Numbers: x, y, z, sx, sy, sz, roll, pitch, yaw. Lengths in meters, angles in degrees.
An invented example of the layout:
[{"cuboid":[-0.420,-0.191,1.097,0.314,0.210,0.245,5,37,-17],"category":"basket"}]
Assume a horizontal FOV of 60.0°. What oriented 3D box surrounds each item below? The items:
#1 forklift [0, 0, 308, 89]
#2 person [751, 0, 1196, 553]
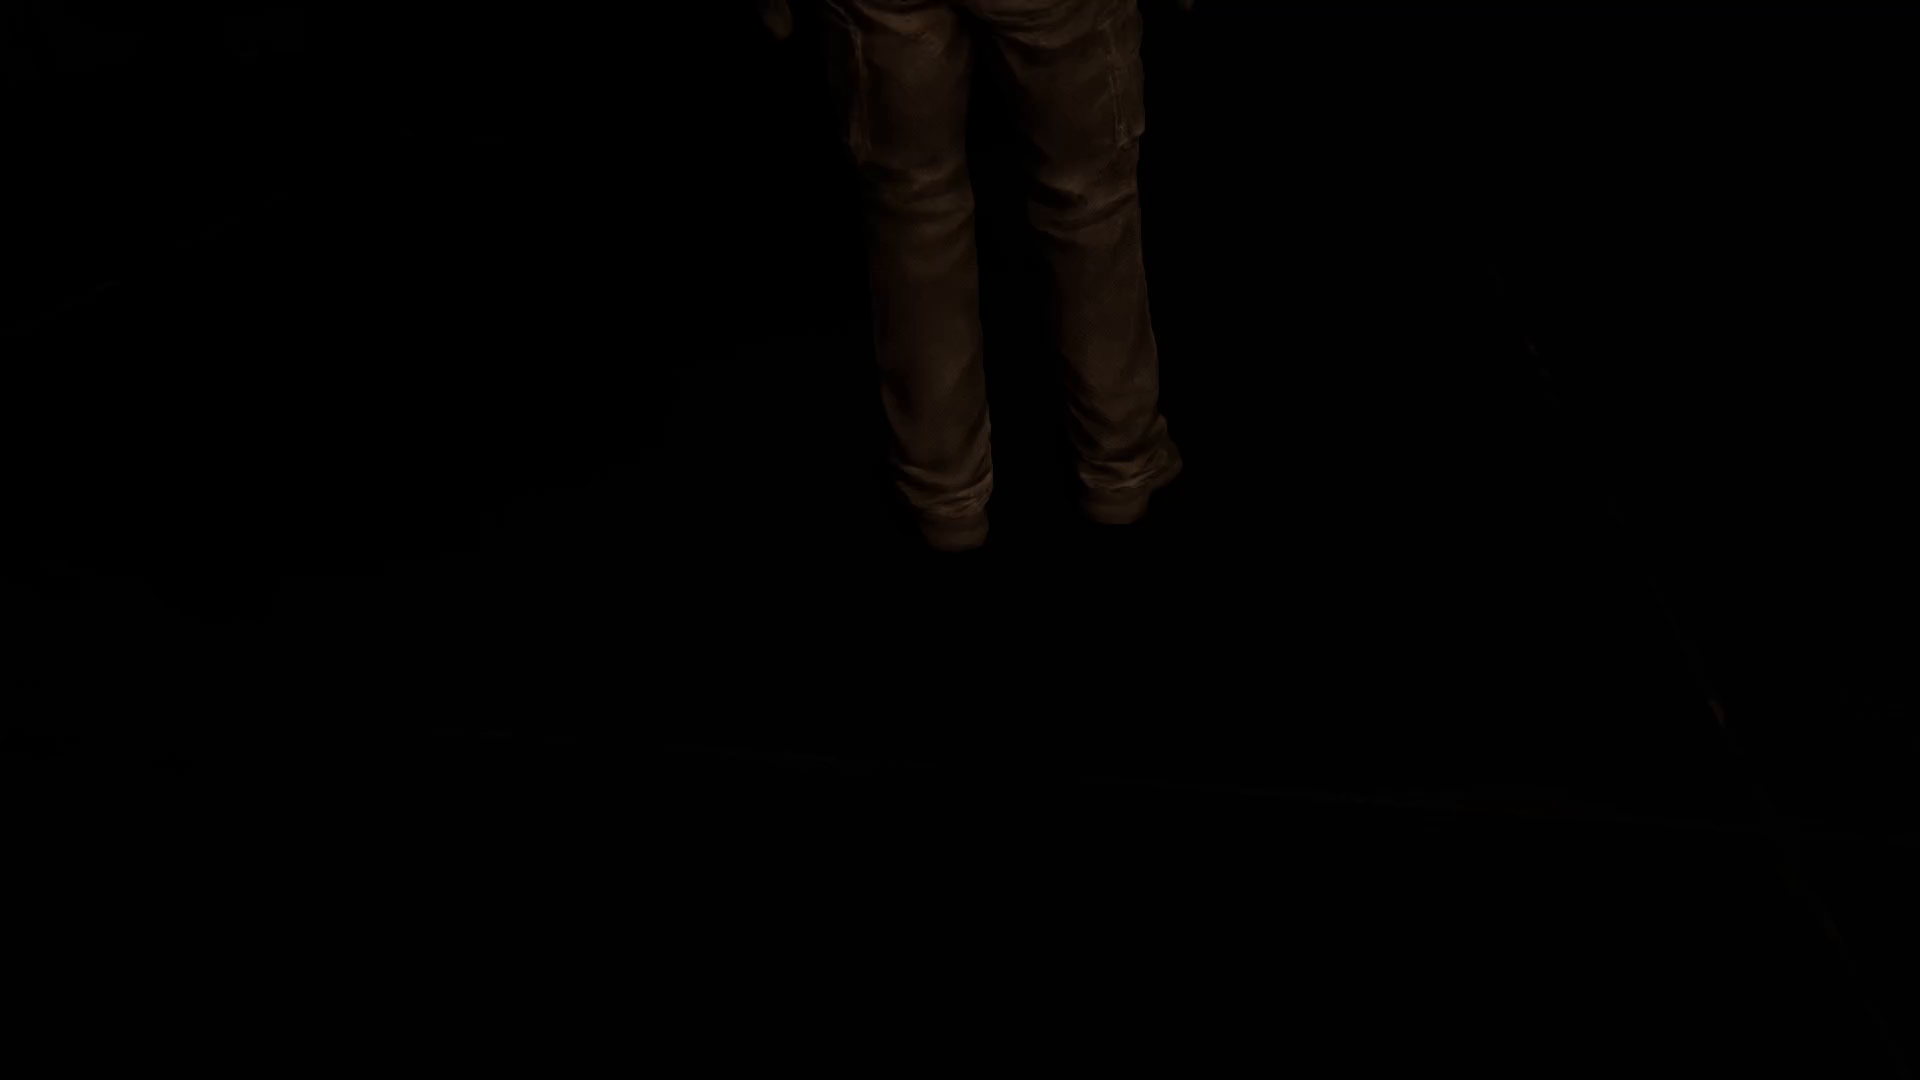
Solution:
[{"cuboid":[-3.054,-3.100,5.431,1.130,2.935,3.031,13,29,24],"category":"forklift"},{"cuboid":[0.017,-0.835,2.162,0.655,1.782,0.576,3,27,7],"category":"person"}]
